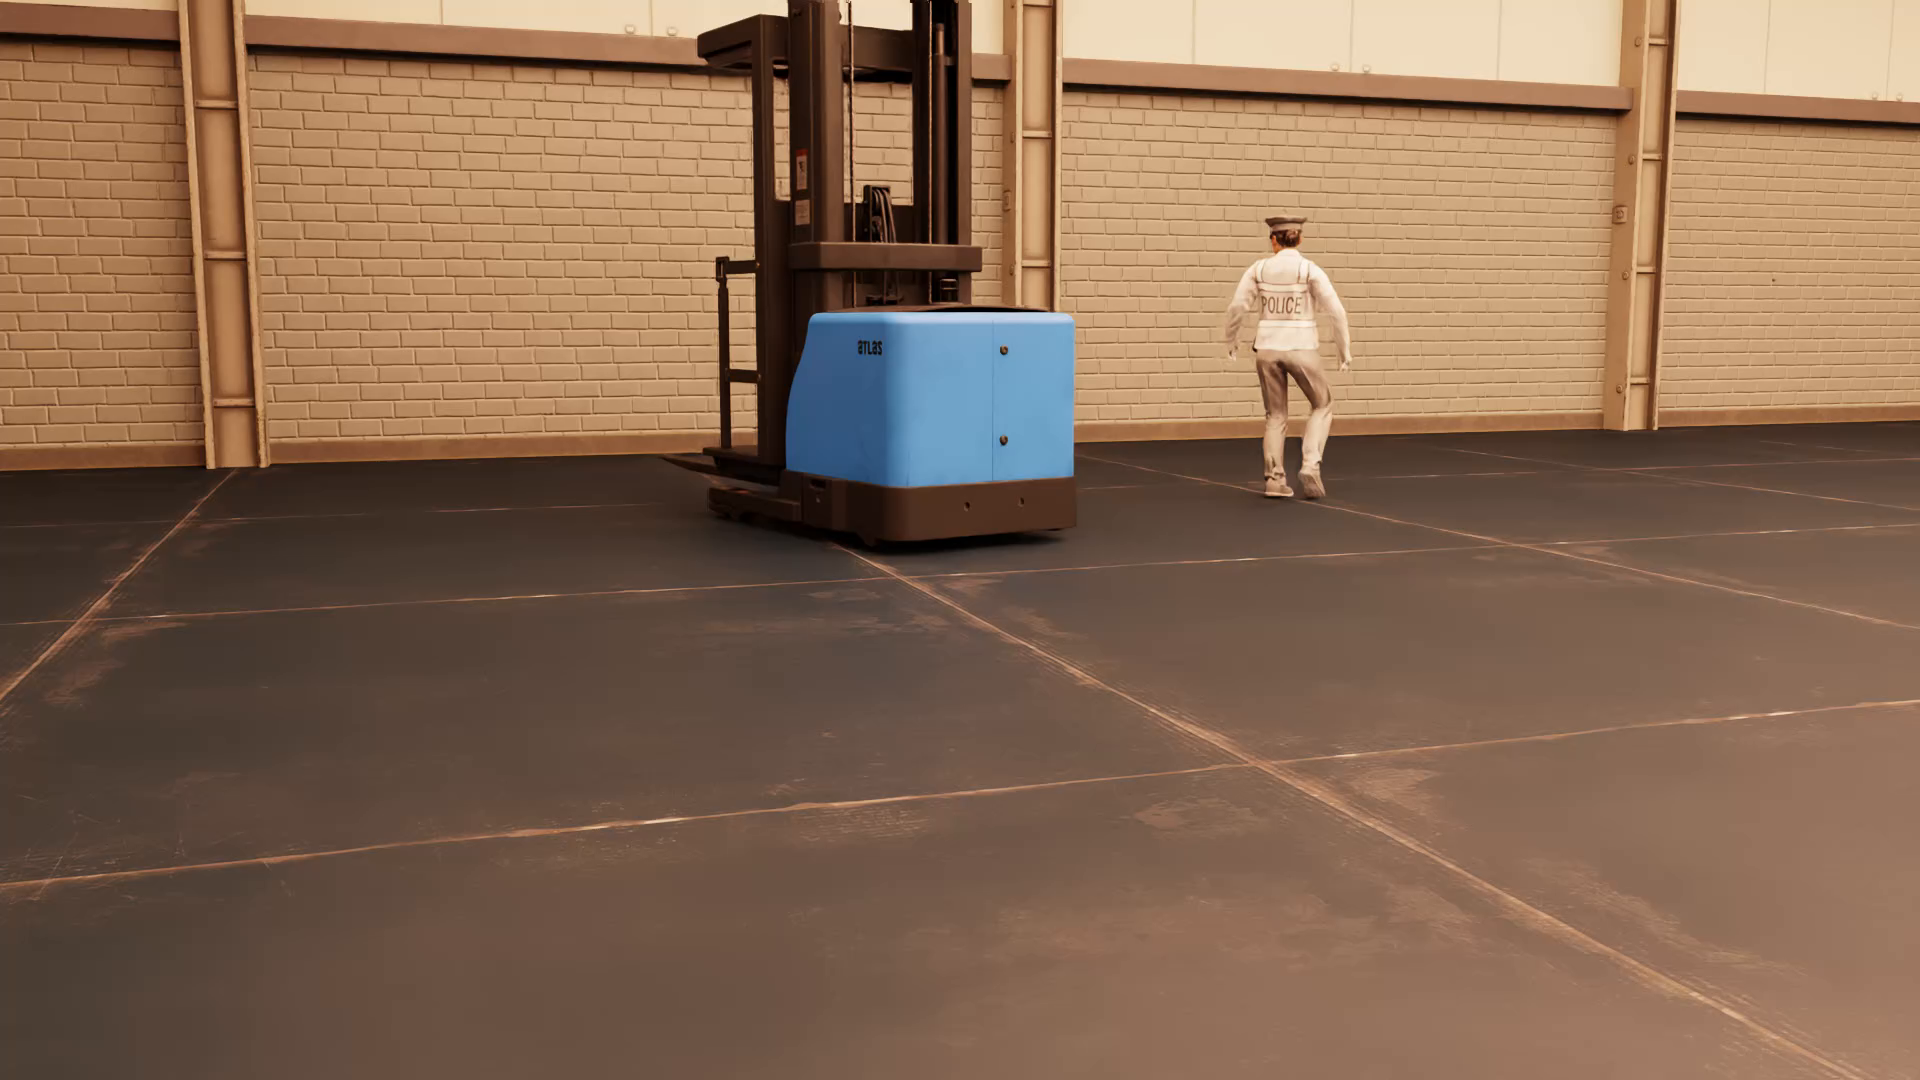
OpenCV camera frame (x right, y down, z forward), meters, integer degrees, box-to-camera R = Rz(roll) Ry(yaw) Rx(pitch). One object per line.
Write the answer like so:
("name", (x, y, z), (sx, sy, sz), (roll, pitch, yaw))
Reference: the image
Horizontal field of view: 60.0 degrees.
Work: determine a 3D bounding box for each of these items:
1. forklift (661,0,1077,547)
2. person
("forklift", (-0.671, -1.578, 8.652), (1.130, 2.935, 3.031), (-5, 9, -33))
("person", (1.889, -1.057, 9.698), (0.754, 1.660, 0.440), (5, 9, 32))
